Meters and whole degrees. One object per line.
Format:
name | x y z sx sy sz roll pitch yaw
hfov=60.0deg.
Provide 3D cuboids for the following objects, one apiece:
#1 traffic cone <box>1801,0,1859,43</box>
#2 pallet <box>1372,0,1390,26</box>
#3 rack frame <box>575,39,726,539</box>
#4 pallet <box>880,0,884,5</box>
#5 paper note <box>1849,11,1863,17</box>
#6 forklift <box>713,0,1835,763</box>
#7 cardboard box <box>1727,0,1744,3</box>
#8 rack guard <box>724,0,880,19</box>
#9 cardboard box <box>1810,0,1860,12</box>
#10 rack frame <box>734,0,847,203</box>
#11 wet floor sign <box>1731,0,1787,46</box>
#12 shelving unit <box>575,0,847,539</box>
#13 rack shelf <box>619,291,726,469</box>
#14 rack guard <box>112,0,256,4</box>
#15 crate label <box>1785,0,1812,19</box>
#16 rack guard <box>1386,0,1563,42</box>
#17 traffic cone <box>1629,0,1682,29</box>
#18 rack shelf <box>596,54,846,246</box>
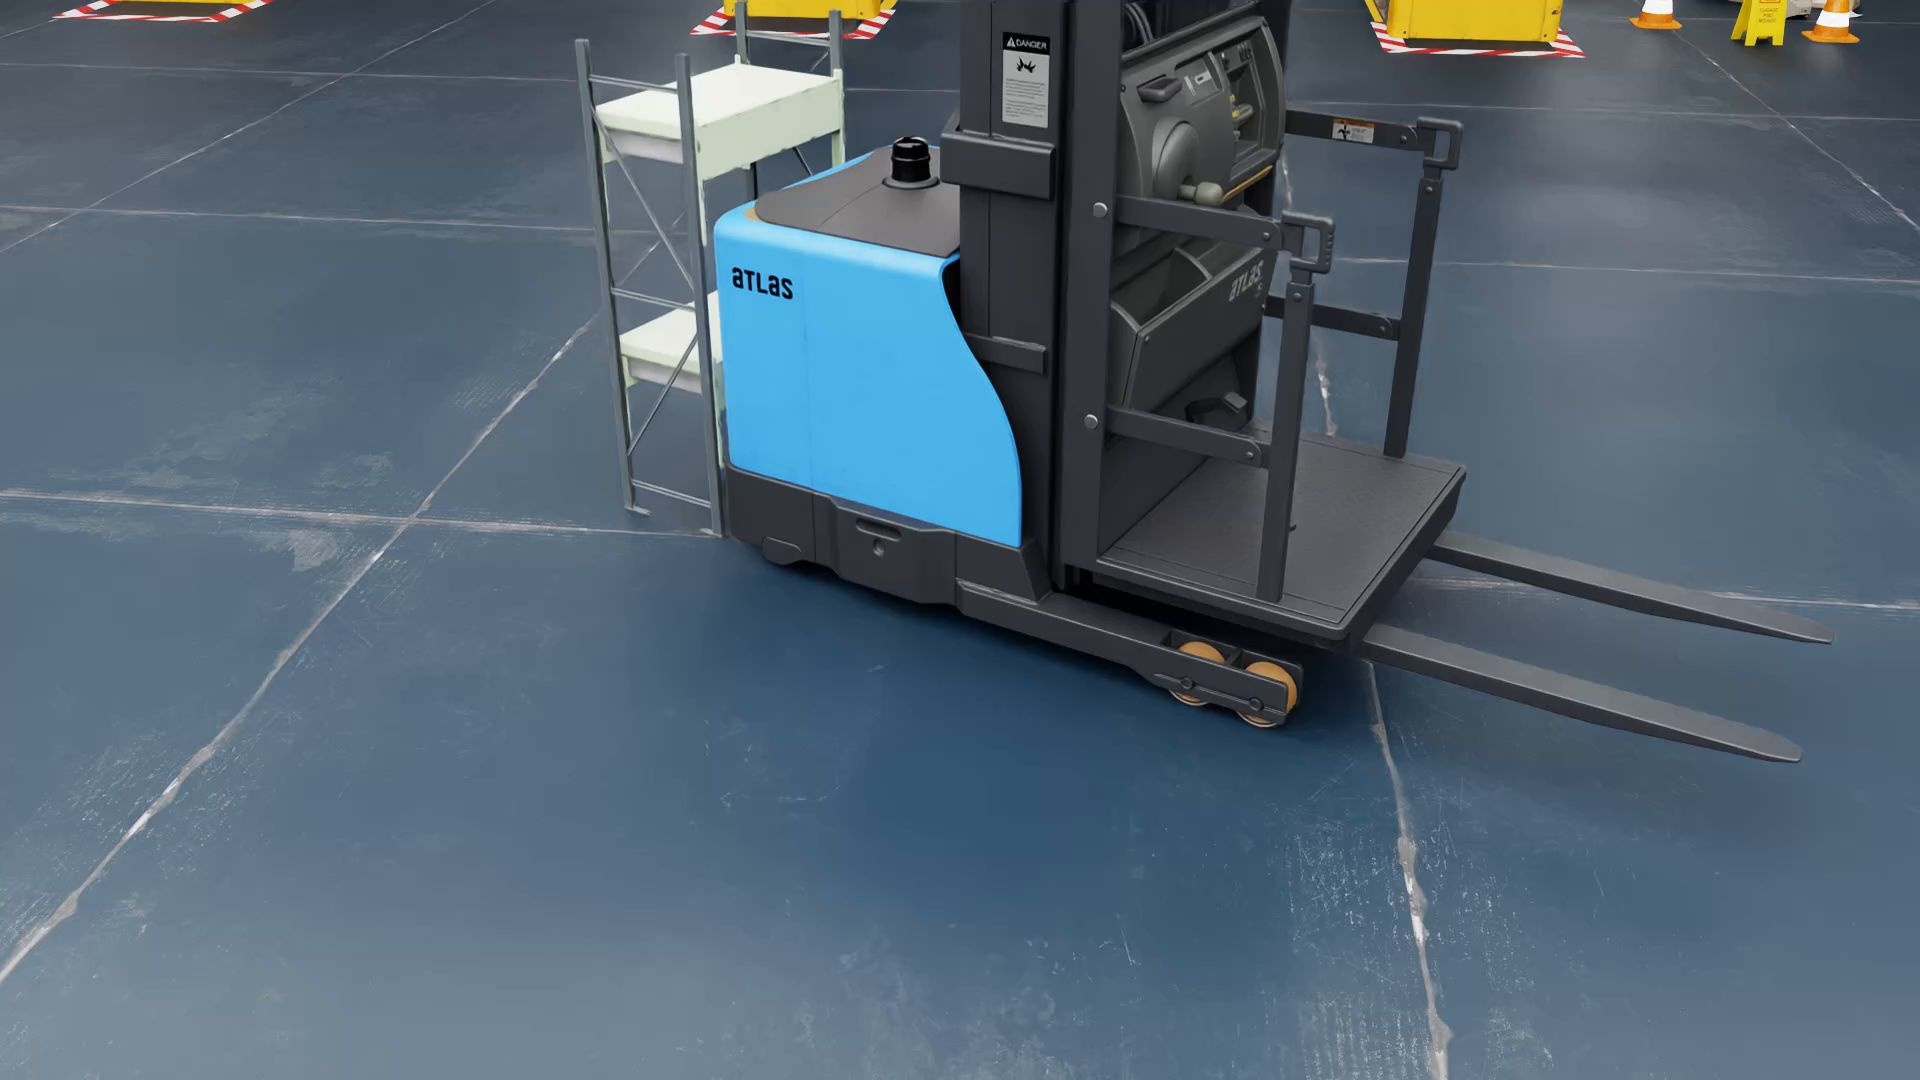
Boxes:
traffic cone | 6.249 -3.811 11.836 0.336 0.463 0.334 3 28 6
pallet | 3.715 -4.139 12.711 1.003 0.211 1.213 3 28 6
rack frame | -0.919 -0.716 4.998 0.400 1.500 0.023 16 32 27
pallet | -1.071 -4.511 13.400 1.003 0.211 1.213 3 28 6
paper note | 6.760 -4.000 12.642 0.148 0.019 0.142 -6 29 -11
forklift | 0.812 -1.090 4.183 3.031 2.935 1.130 16 32 27
cardboard box | 6.323 -4.621 13.297 0.797 0.503 0.637 -17 33 -29
rack guard | -1.206 -4.257 12.625 1.175 0.500 0.348 3 28 6
cardboard box | 6.776 -4.225 12.936 0.380 0.149 0.250 20 34 32
rack frame | -0.540 -1.013 5.550 0.400 1.500 0.023 16 32 27
wet floor sign | 5.657 -3.821 11.662 0.267 0.644 0.232 -1 28 -3
shelving unit | -0.730 -0.865 5.274 0.431 1.500 0.755 16 32 27
rack shelf | -0.730 -0.578 5.429 0.431 0.370 0.720 16 32 27
rack guard | -6.168 -4.548 13.165 1.175 0.500 0.348 3 28 6
crate label | 6.284 -4.041 12.607 0.250 0.136 0.298 -11 30 -20
rack guard | 3.692 -3.874 11.915 1.175 0.500 0.348 3 28 6
traffic cone | 5.169 -4.037 12.255 0.336 0.463 0.334 3 28 6
rack shelf | -0.730 -1.208 5.089 0.431 0.370 0.720 16 32 27
